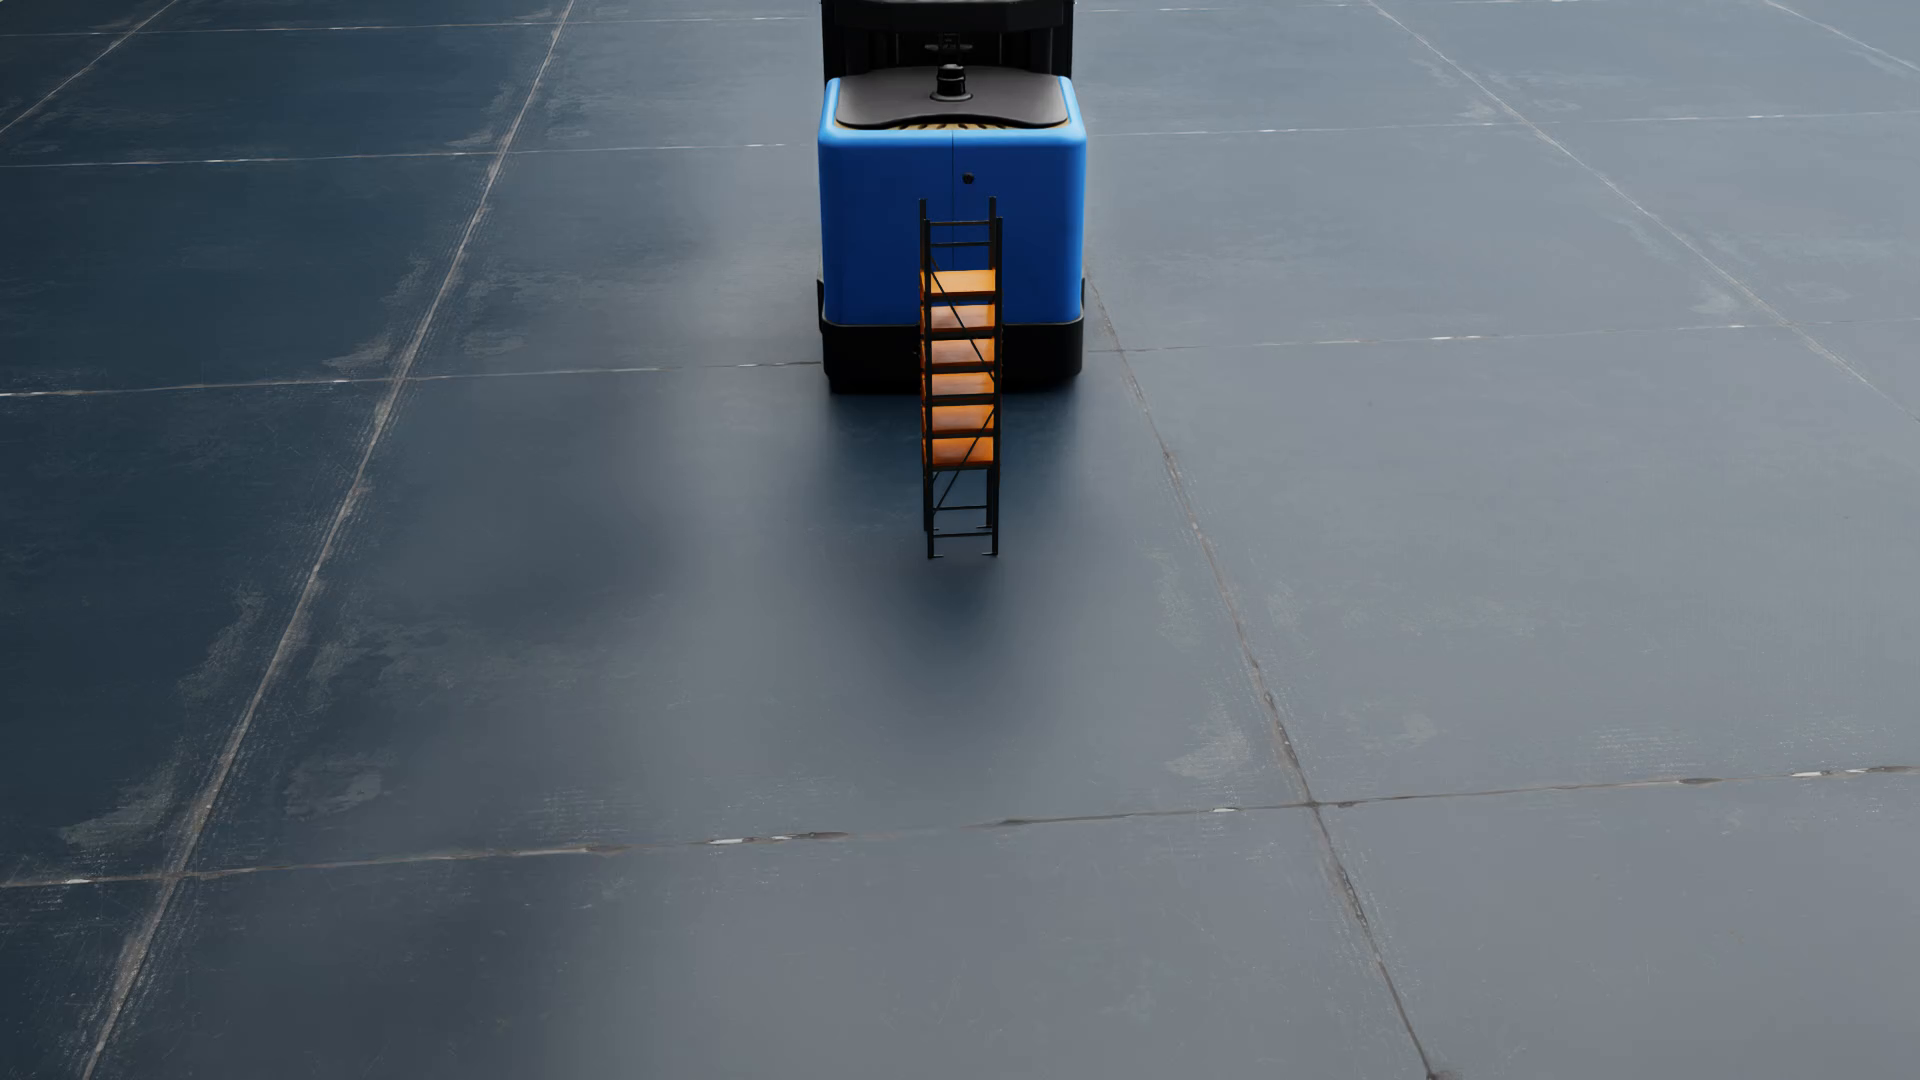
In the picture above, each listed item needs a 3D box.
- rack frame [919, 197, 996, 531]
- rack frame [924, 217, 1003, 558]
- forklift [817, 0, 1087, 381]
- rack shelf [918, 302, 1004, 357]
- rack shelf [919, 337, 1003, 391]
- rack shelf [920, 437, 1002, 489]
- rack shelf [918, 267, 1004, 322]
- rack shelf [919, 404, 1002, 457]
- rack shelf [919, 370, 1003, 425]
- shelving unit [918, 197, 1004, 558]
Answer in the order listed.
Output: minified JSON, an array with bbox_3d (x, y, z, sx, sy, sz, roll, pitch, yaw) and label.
[{"bbox_3d":[-0.007,-0.554,5.508,0.240,1.200,0.006,-3,31,-5],"label":"rack frame"},{"bbox_3d":[0.010,-0.461,5.352,0.240,1.200,0.006,-3,31,-5],"label":"rack frame"},{"bbox_3d":[-0.060,-2.615,7.270,1.130,2.935,3.031,-1,31,-1],"label":"forklift"},{"bbox_3d":[0.001,-0.676,5.330,0.258,0.103,0.180,-3,31,-5],"label":"rack shelf"},{"bbox_3d":[0.001,-0.573,5.391,0.258,0.103,0.180,-3,31,-5],"label":"rack shelf"},{"bbox_3d":[0.001,-0.264,5.576,0.258,0.103,0.180,-3,31,-5],"label":"rack shelf"},{"bbox_3d":[0.001,-0.779,5.268,0.258,0.103,0.180,-3,31,-5],"label":"rack shelf"},{"bbox_3d":[0.001,-0.367,5.514,0.258,0.103,0.180,-3,31,-5],"label":"rack shelf"},{"bbox_3d":[0.001,-0.470,5.453,0.258,0.103,0.180,-3,31,-5],"label":"rack shelf"},{"bbox_3d":[0.001,-0.508,5.430,0.258,1.200,0.189,-3,31,-5],"label":"shelving unit"}]
